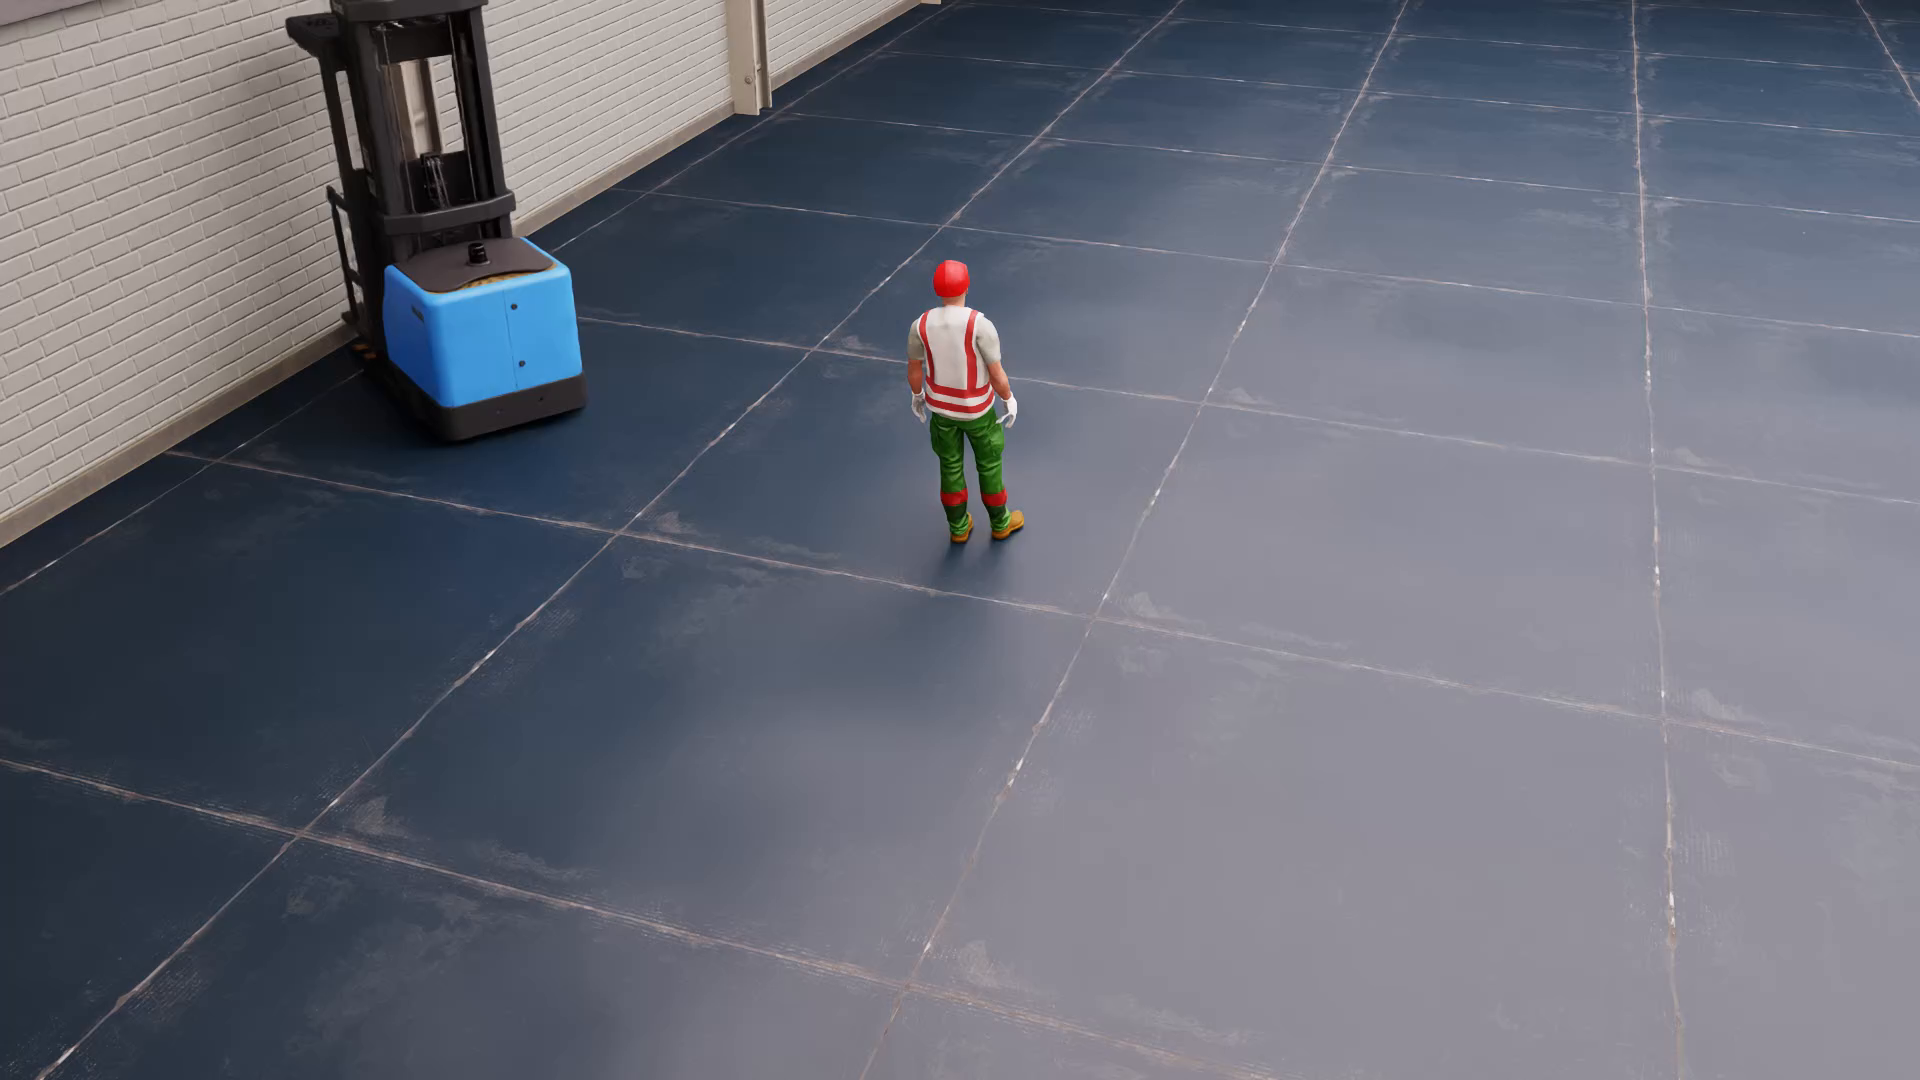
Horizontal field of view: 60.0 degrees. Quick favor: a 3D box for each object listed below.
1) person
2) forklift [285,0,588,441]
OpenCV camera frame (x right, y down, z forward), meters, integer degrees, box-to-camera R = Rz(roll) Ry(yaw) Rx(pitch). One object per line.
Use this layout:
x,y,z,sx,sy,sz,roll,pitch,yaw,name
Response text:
0.038,-0.819,9.711,0.637,1.787,0.564,10,31,16,person
-3.877,-2.612,11.719,1.130,2.935,3.031,-20,35,-31,forklift
